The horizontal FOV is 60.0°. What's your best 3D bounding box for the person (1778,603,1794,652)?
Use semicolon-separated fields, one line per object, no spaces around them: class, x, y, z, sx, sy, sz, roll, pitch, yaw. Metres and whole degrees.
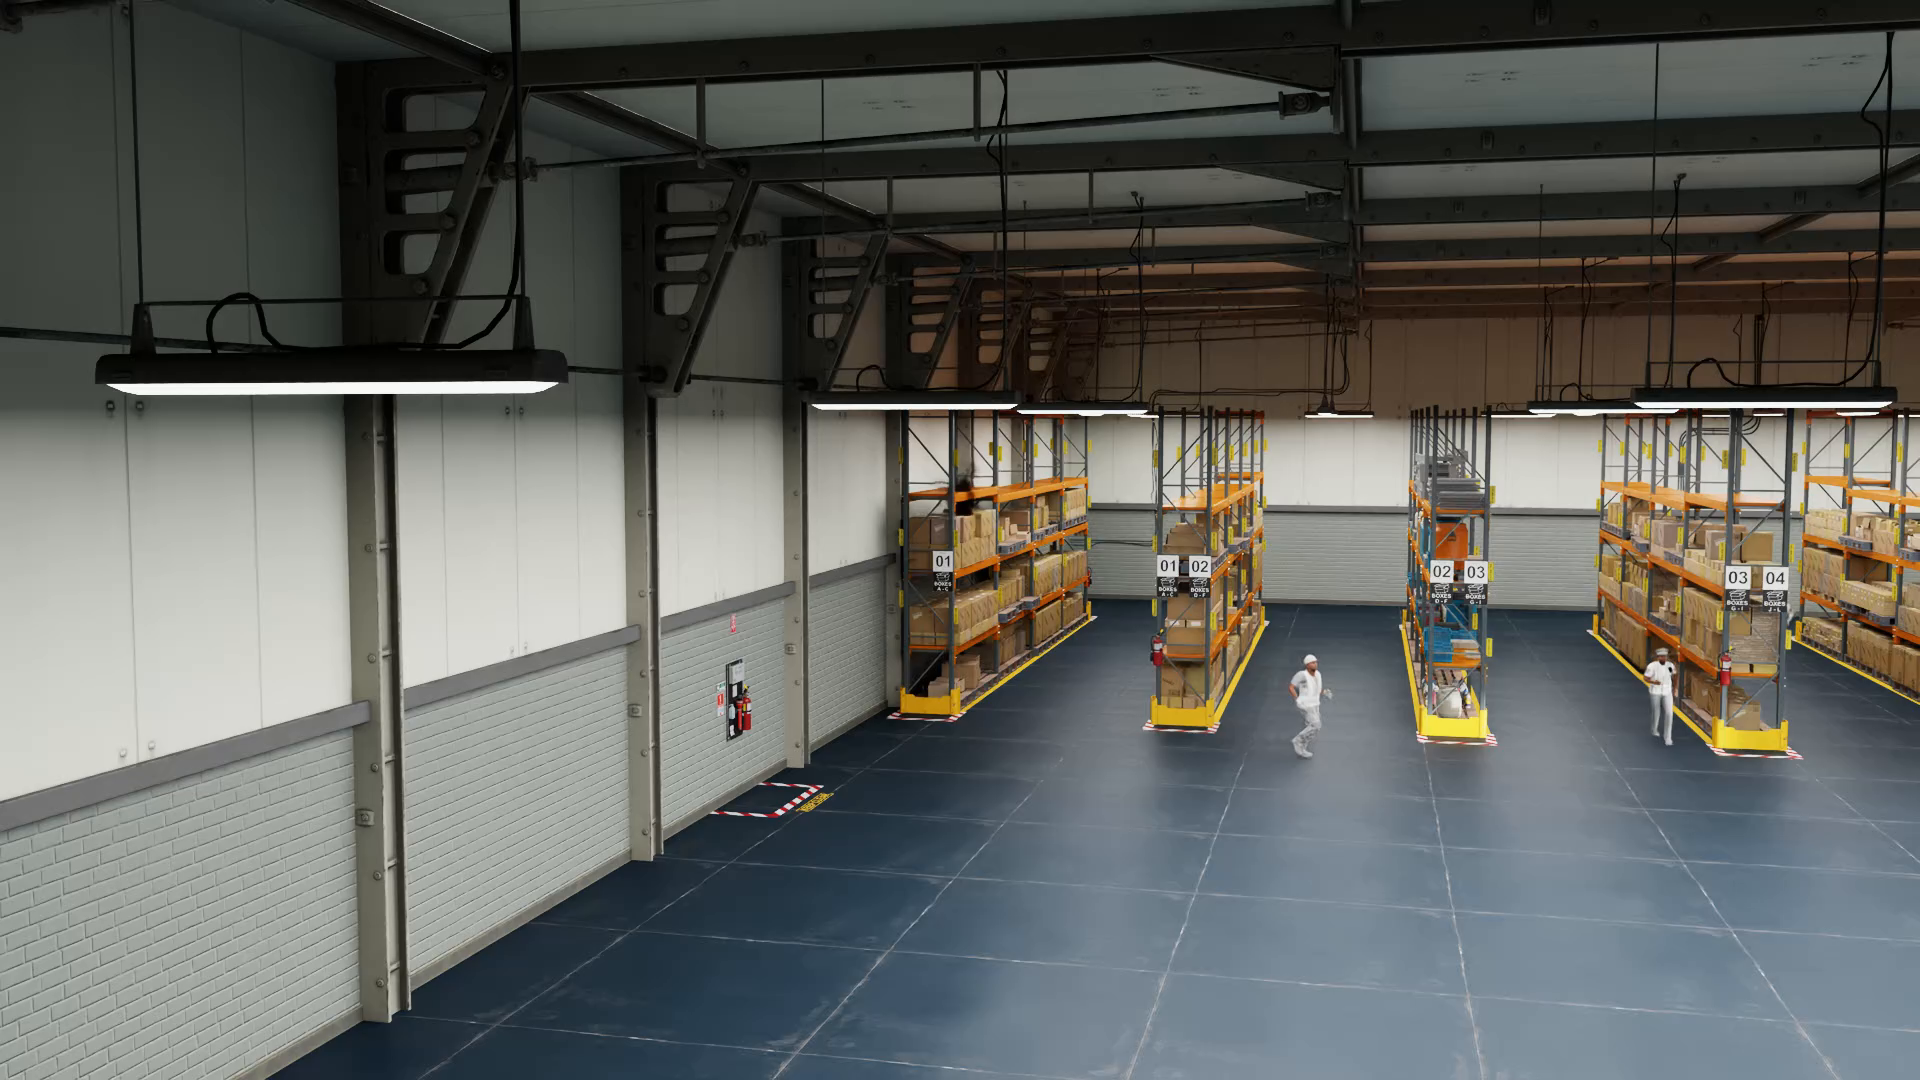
person;19.747;2.042;40.065;0.615;1.647;0.551;1;4;15

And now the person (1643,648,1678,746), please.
person;12.496;2.760;29.670;0.608;1.724;0.869;1;4;14

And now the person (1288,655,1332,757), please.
person;5.989;2.819;28.224;0.594;1.744;0.661;4;6;43
